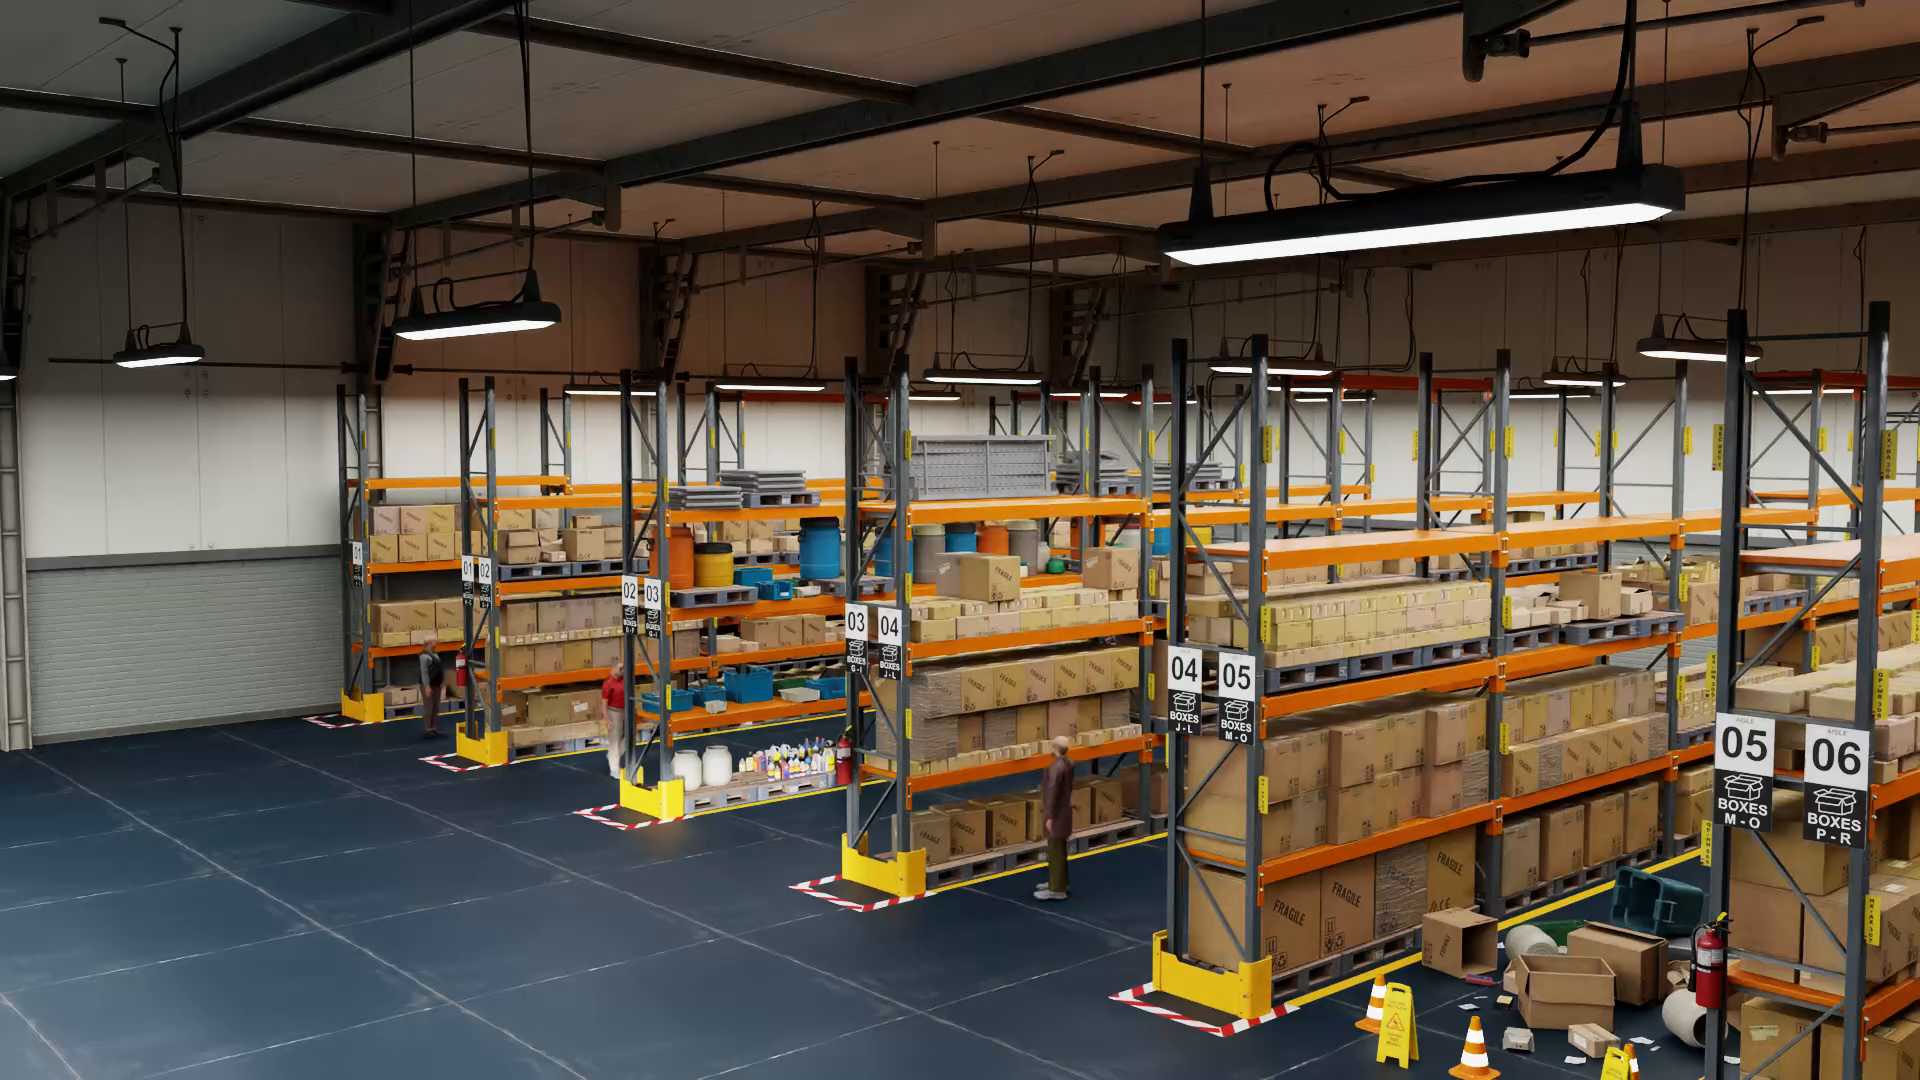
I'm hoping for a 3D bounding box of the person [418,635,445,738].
[{"bbox_3d":[-8.924,2.462,28.040,0.367,1.728,0.566,1,4,13],"label":"person"}]

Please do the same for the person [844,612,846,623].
[{"bbox_3d":[-2.127,1.976,33.957,0.497,1.671,0.339,-1,4,-21],"label":"person"}]

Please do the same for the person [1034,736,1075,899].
[{"bbox_3d":[1.040,3.054,18.447,0.430,1.786,0.623,1,4,11],"label":"person"}]

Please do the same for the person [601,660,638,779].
[{"bbox_3d":[-5.120,2.662,24.956,0.627,1.729,0.617,2,4,33],"label":"person"}]
